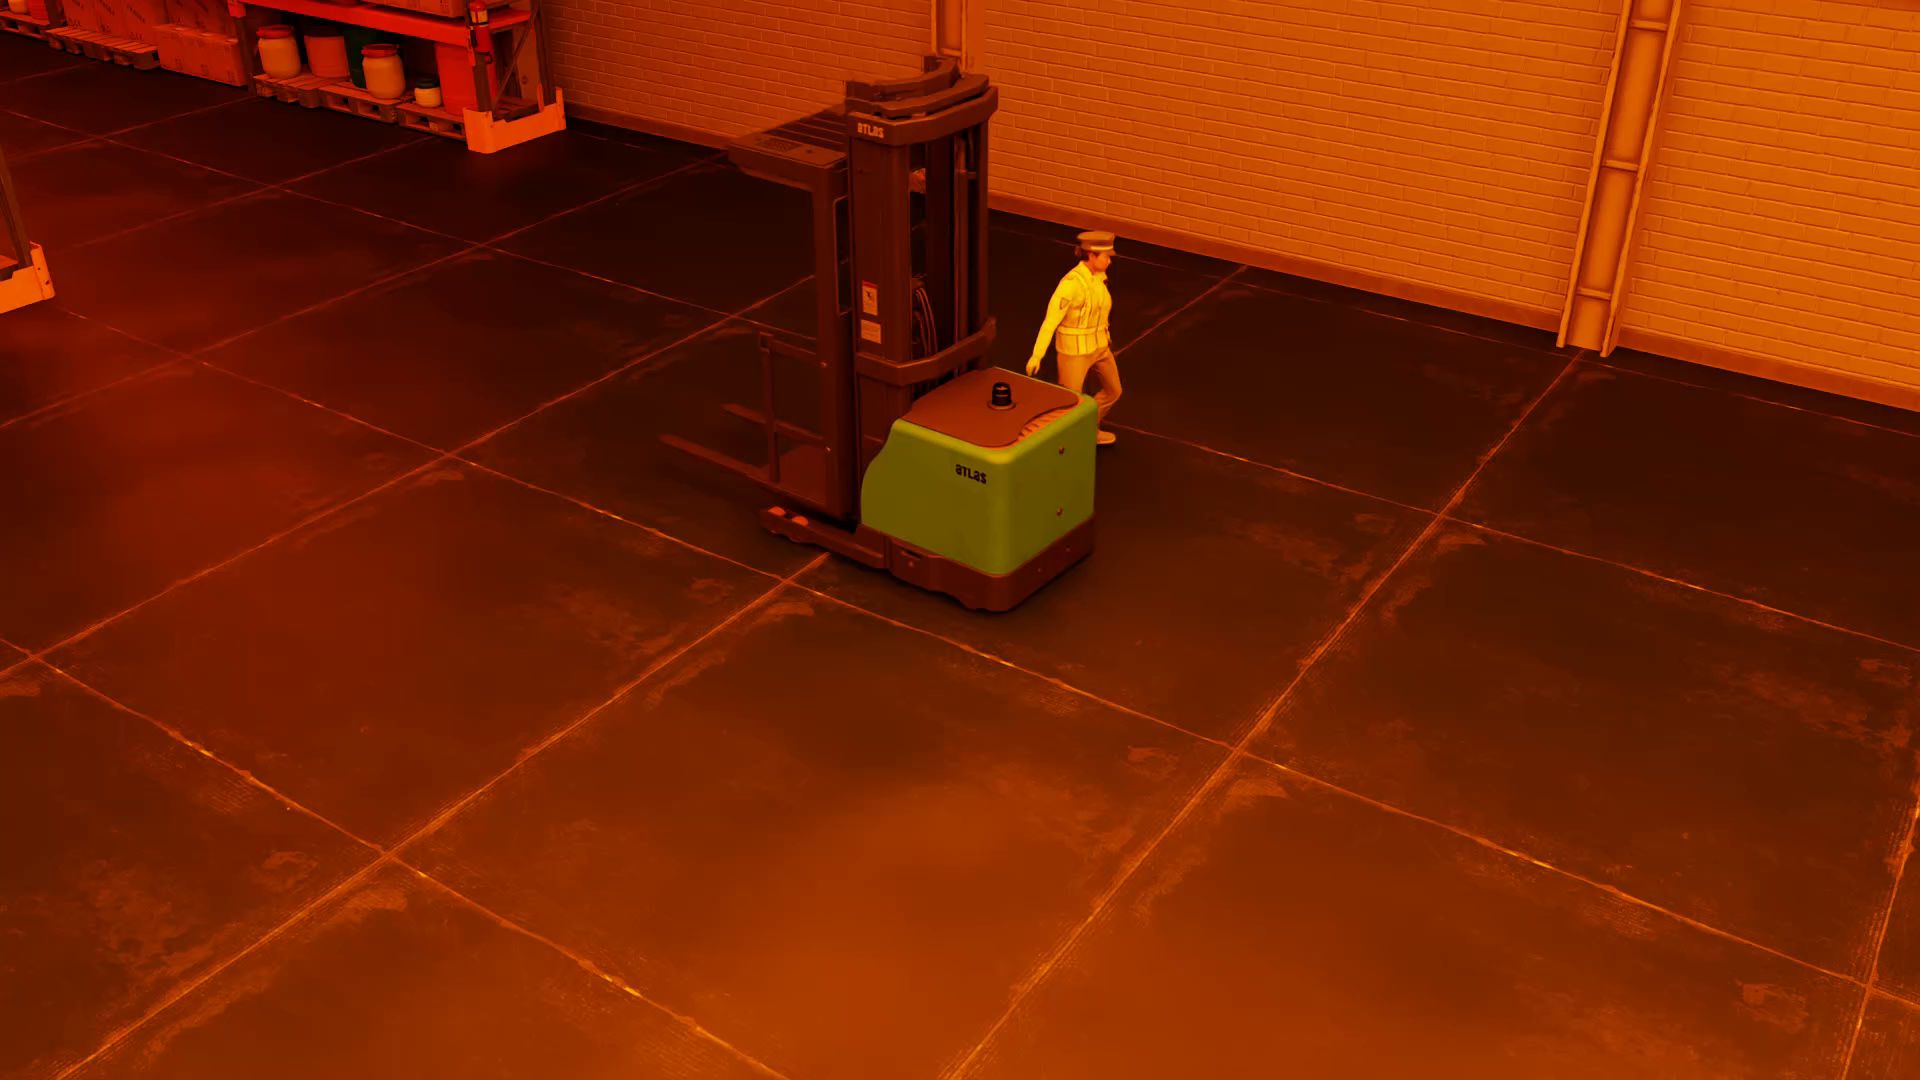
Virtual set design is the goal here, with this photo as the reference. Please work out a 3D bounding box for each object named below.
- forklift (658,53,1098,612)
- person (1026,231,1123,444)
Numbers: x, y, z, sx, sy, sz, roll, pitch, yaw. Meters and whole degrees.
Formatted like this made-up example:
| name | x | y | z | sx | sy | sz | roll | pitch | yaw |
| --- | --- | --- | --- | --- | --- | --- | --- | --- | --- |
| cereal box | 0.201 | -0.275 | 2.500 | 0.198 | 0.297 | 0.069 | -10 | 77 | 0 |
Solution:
| name | x | y | z | sx | sy | sz | roll | pitch | yaw |
| --- | --- | --- | --- | --- | --- | --- | --- | --- | --- |
| forklift | -0.645 | -1.438 | 10.058 | 3.031 | 2.935 | 1.130 | 21 | 36 | 32 |
| person | 0.731 | -1.258 | 11.065 | 0.462 | 1.641 | 0.795 | 25 | 38 | 36 |
